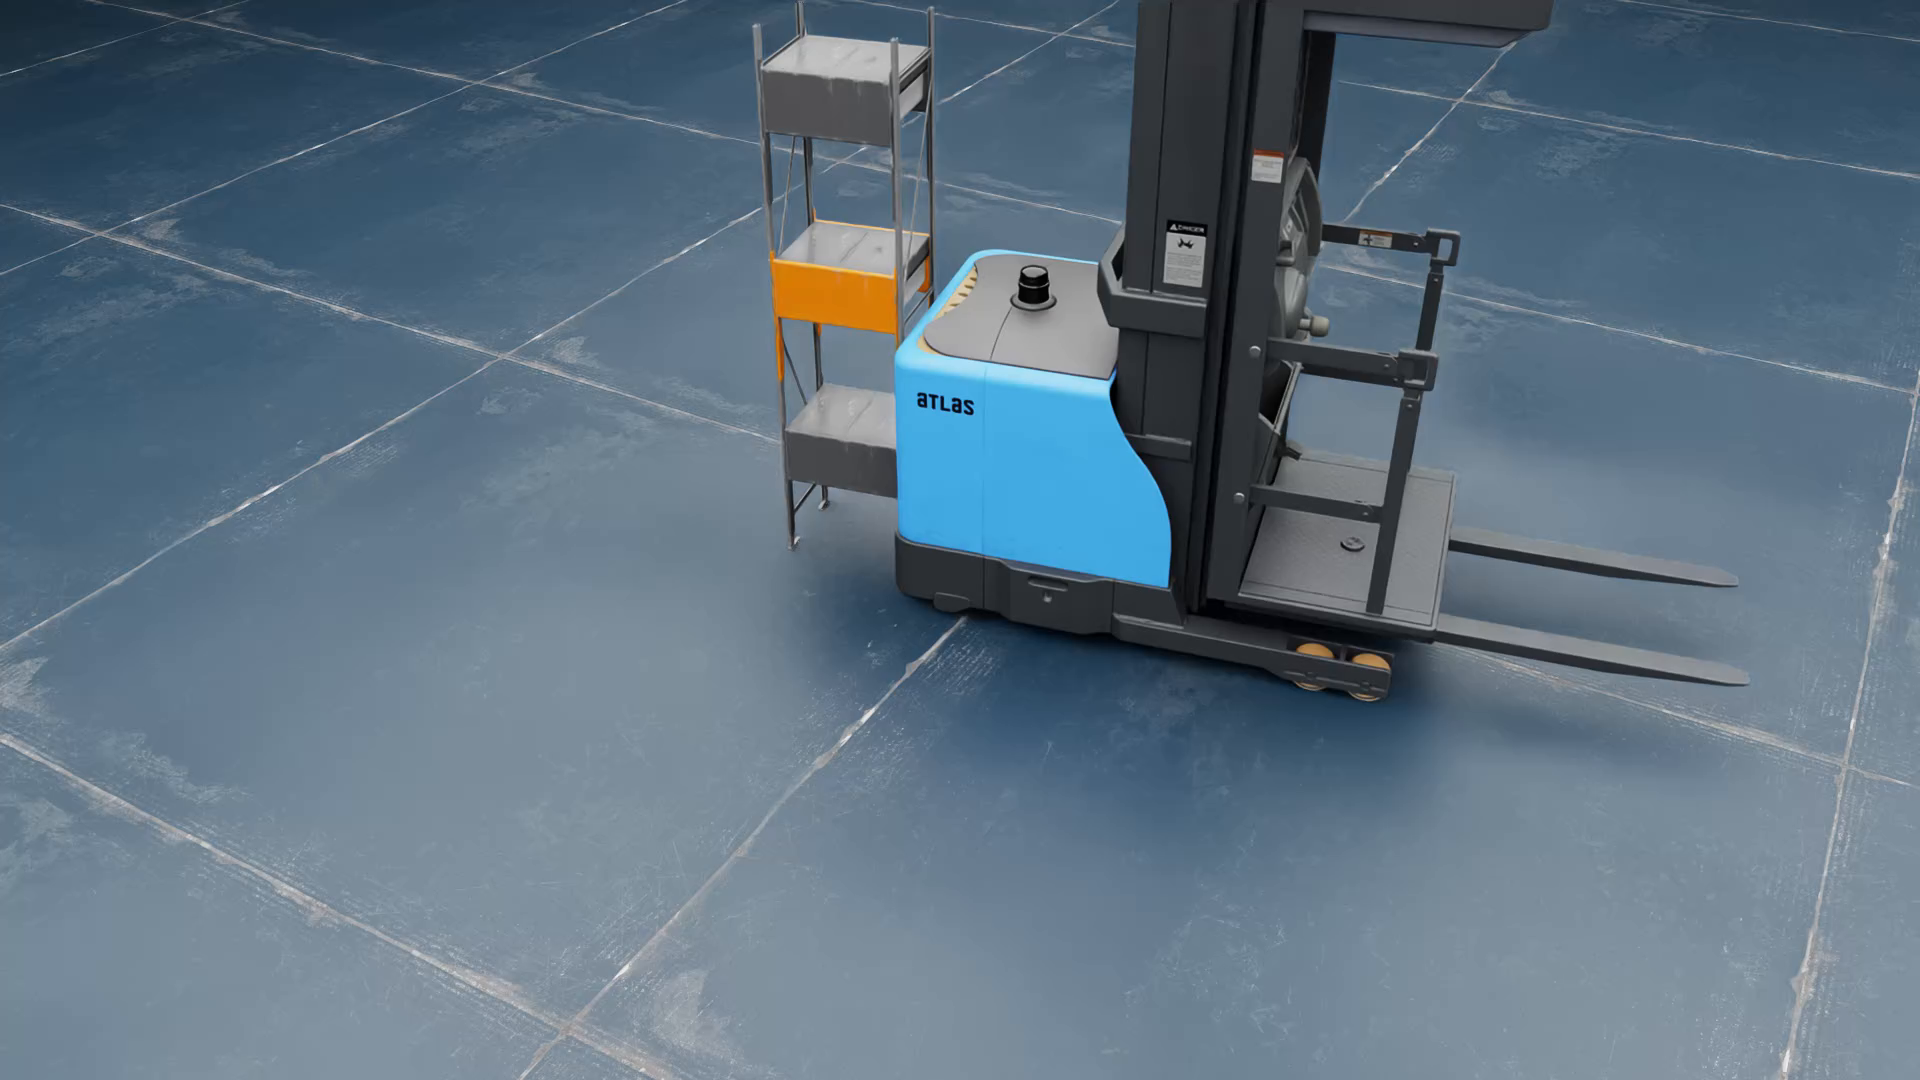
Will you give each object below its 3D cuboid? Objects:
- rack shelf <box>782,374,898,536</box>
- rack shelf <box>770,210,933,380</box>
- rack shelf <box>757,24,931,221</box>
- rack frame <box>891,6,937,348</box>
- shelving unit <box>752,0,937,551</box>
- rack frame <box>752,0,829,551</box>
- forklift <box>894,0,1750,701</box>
[{"bbox_3d":[-0.389,-0.302,6.597,0.480,0.518,0.431,10,35,15],"label":"rack shelf"},{"bbox_3d":[-0.389,-0.885,6.209,0.480,0.518,0.431,10,35,15],"label":"rack shelf"},{"bbox_3d":[-0.389,-1.467,5.821,0.480,0.518,0.431,10,35,15],"label":"rack shelf"},{"bbox_3d":[-0.157,-0.854,6.139,0.015,2.100,0.400,10,35,15],"label":"rack frame"},{"bbox_3d":[-0.389,-0.896,6.201,0.503,2.100,0.431,10,35,15],"label":"shelving unit"},{"bbox_3d":[-0.622,-0.938,6.264,0.015,2.100,0.400,10,35,15],"label":"rack frame"},{"bbox_3d":[1.329,-0.981,5.579,3.031,2.935,1.130,10,35,15],"label":"forklift"}]
